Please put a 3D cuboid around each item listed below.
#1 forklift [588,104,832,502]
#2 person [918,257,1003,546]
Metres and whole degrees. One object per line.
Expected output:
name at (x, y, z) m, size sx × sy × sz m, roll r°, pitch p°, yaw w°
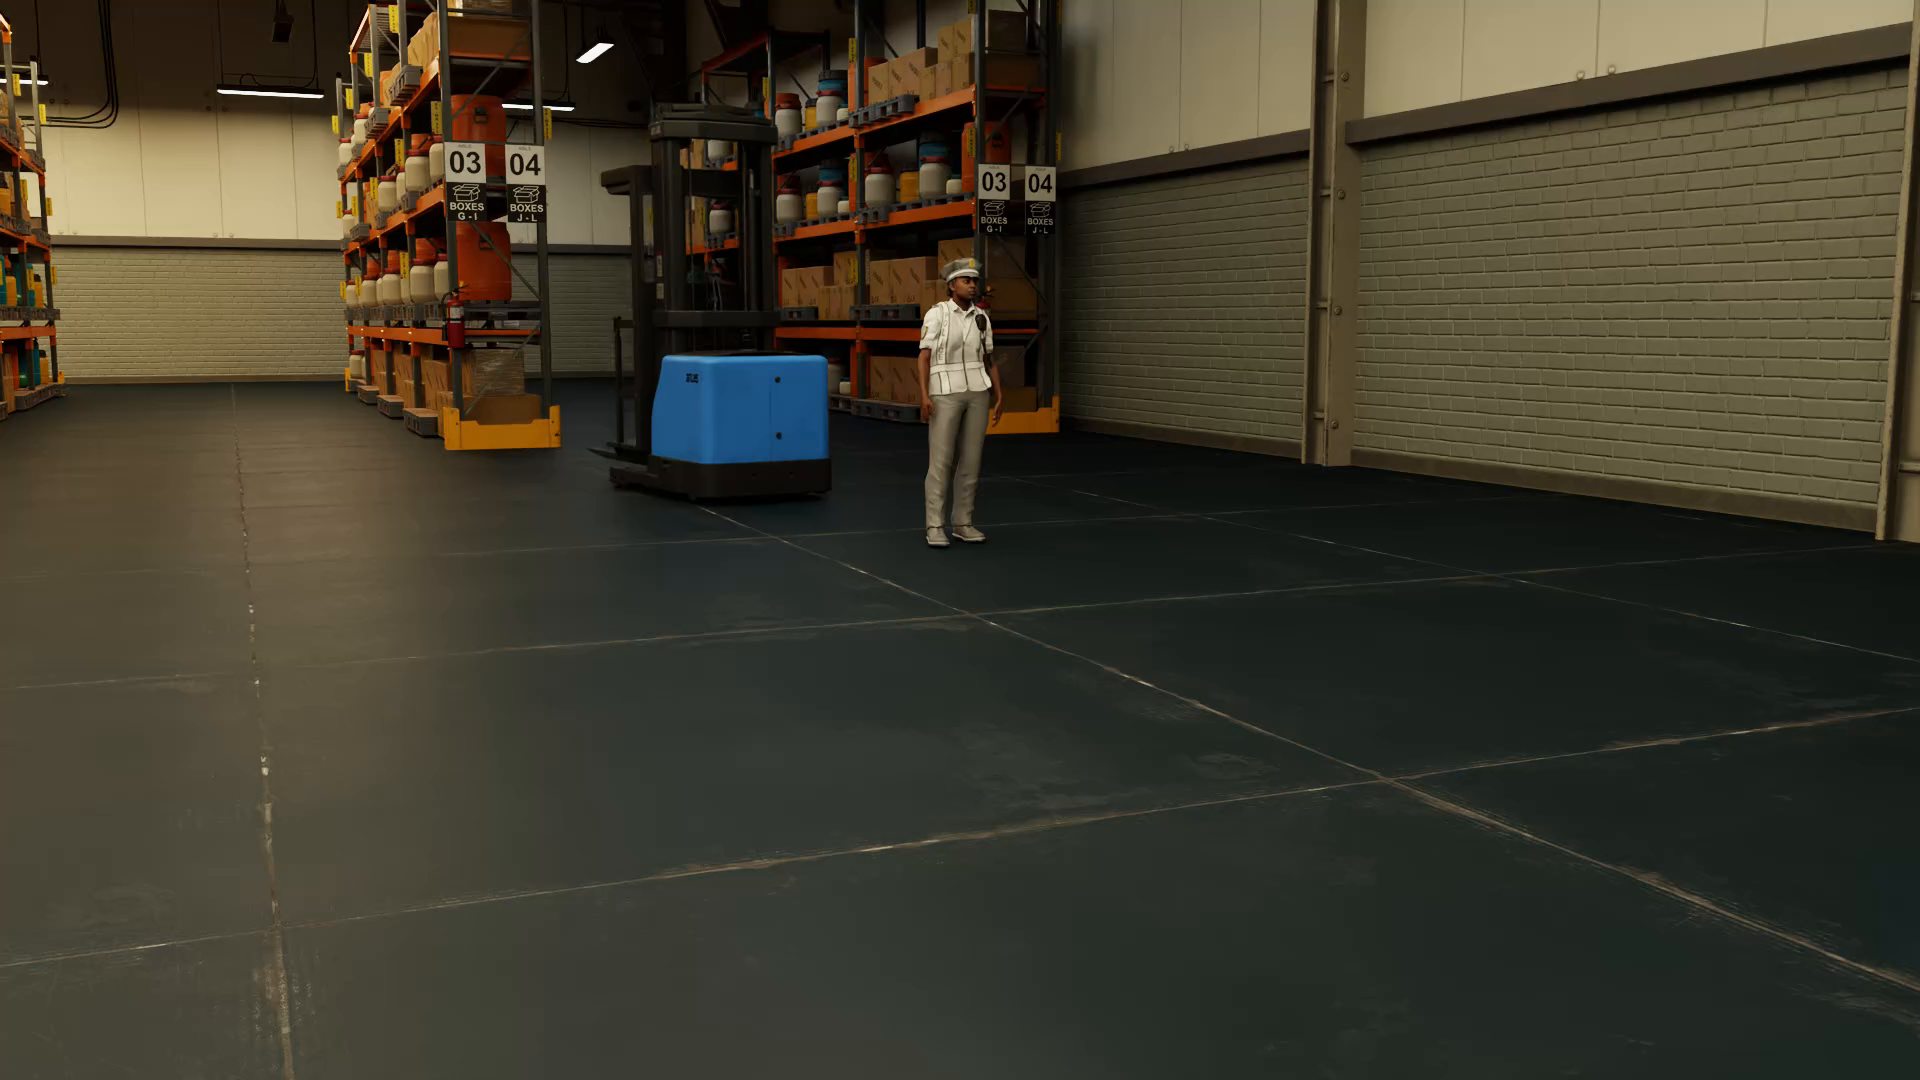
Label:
forklift at (-2.162, -1.883, 13.225) m, size 1.130 × 2.935 × 3.031 m, roll -5°, pitch 9°, yaw -31°
person at (0.012, -0.837, 9.966) m, size 0.569 × 1.695 × 0.528 m, roll -3°, pitch 8°, yaw -23°
